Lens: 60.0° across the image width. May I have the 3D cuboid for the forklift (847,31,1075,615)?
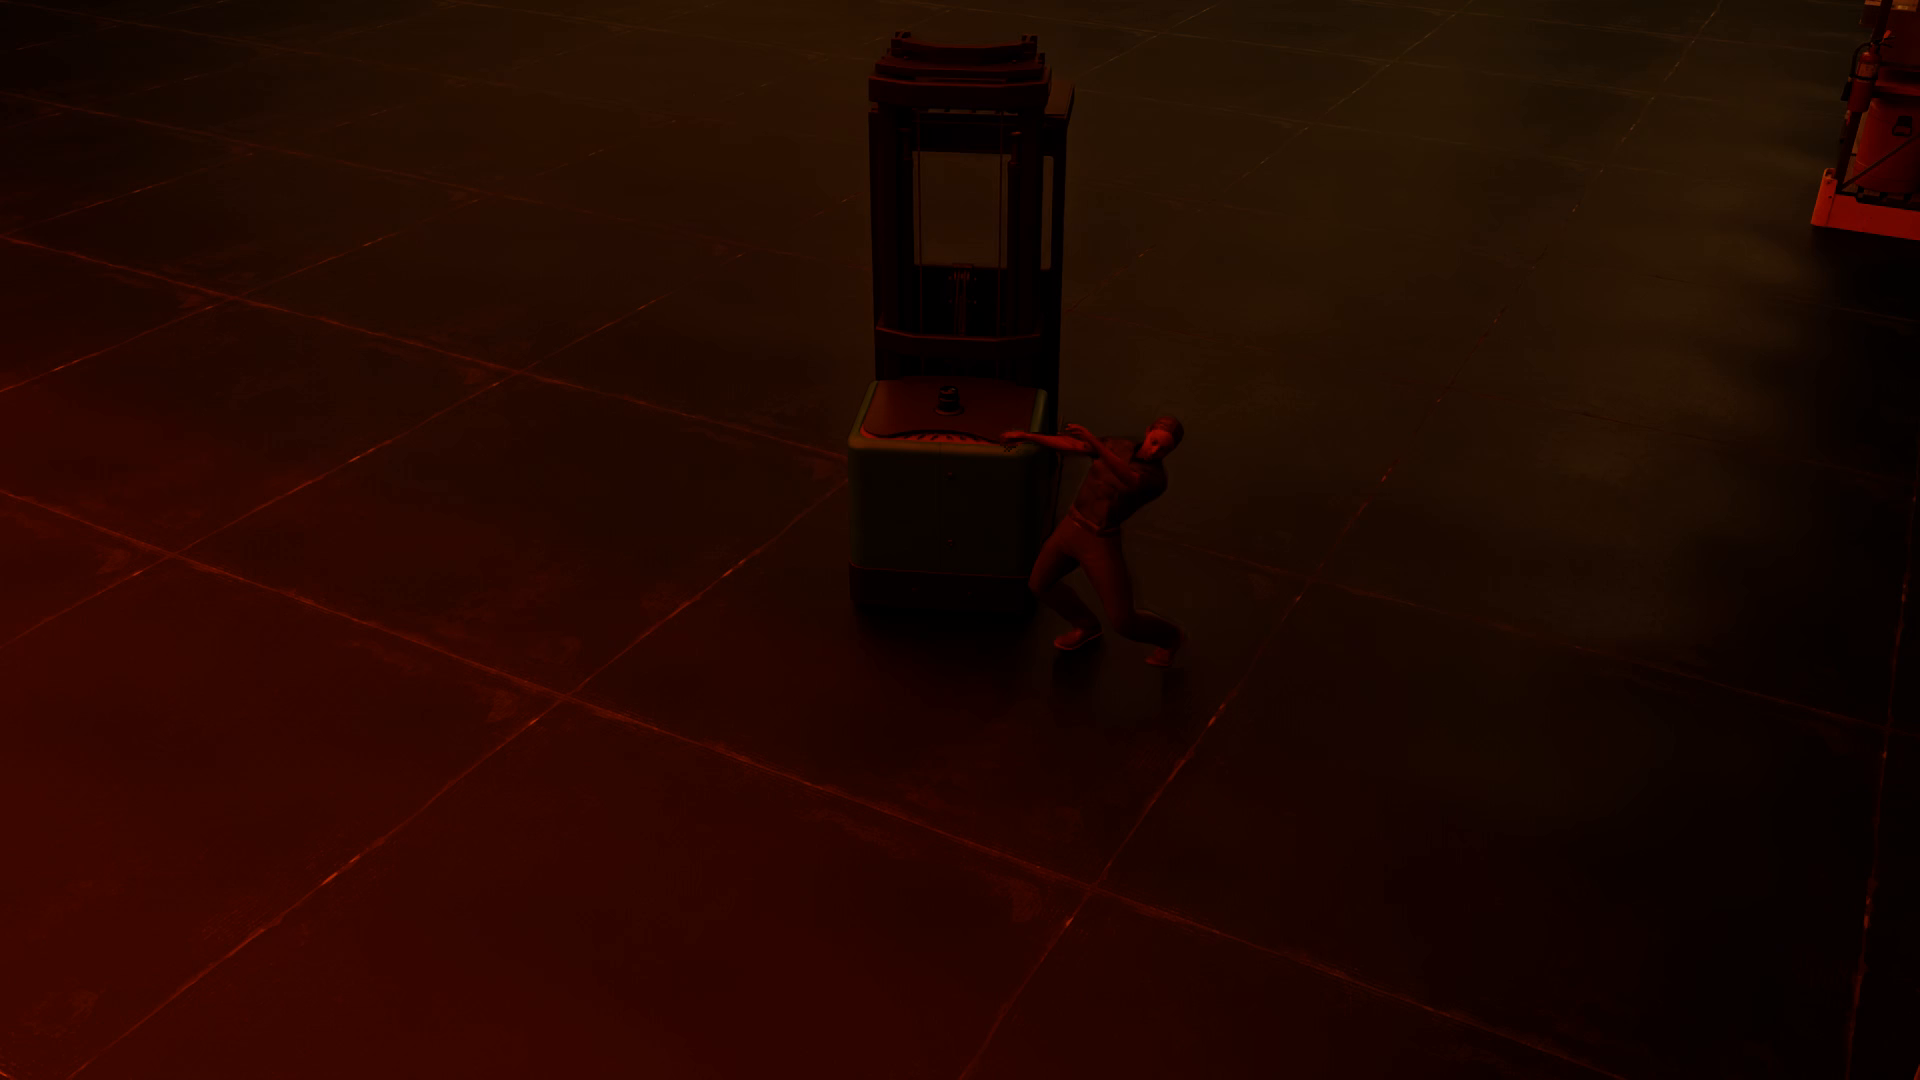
[{"bbox_3d":[0.072,-1.572,9.794,1.130,2.935,3.031,3,30,6],"label":"forklift"}]

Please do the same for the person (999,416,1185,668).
[{"bbox_3d":[0.647,-0.074,8.608,0.679,1.490,1.017,-24,38,-35],"label":"person"}]
